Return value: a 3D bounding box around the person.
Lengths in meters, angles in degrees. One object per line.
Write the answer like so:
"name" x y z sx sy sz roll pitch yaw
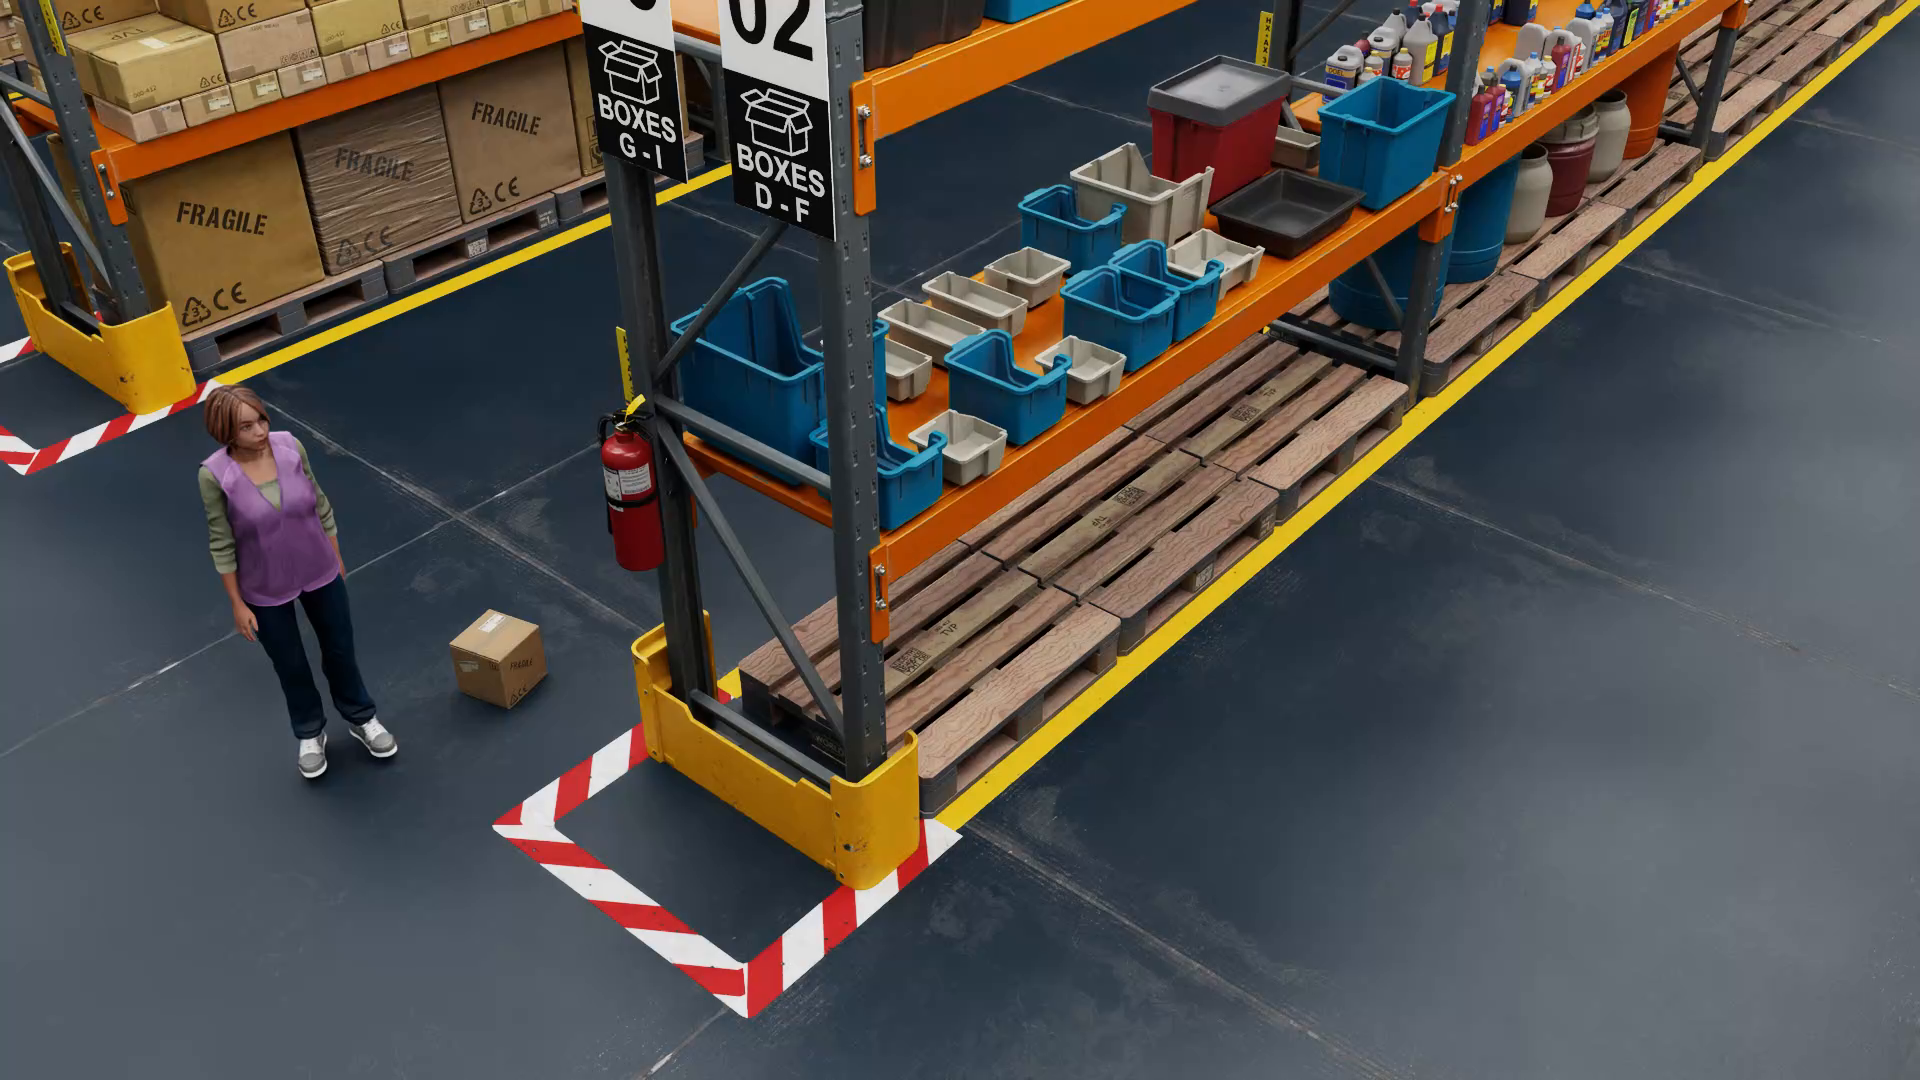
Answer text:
"person" -2.373 0.160 5.894 0.443 1.603 0.342 -27 44 -33
